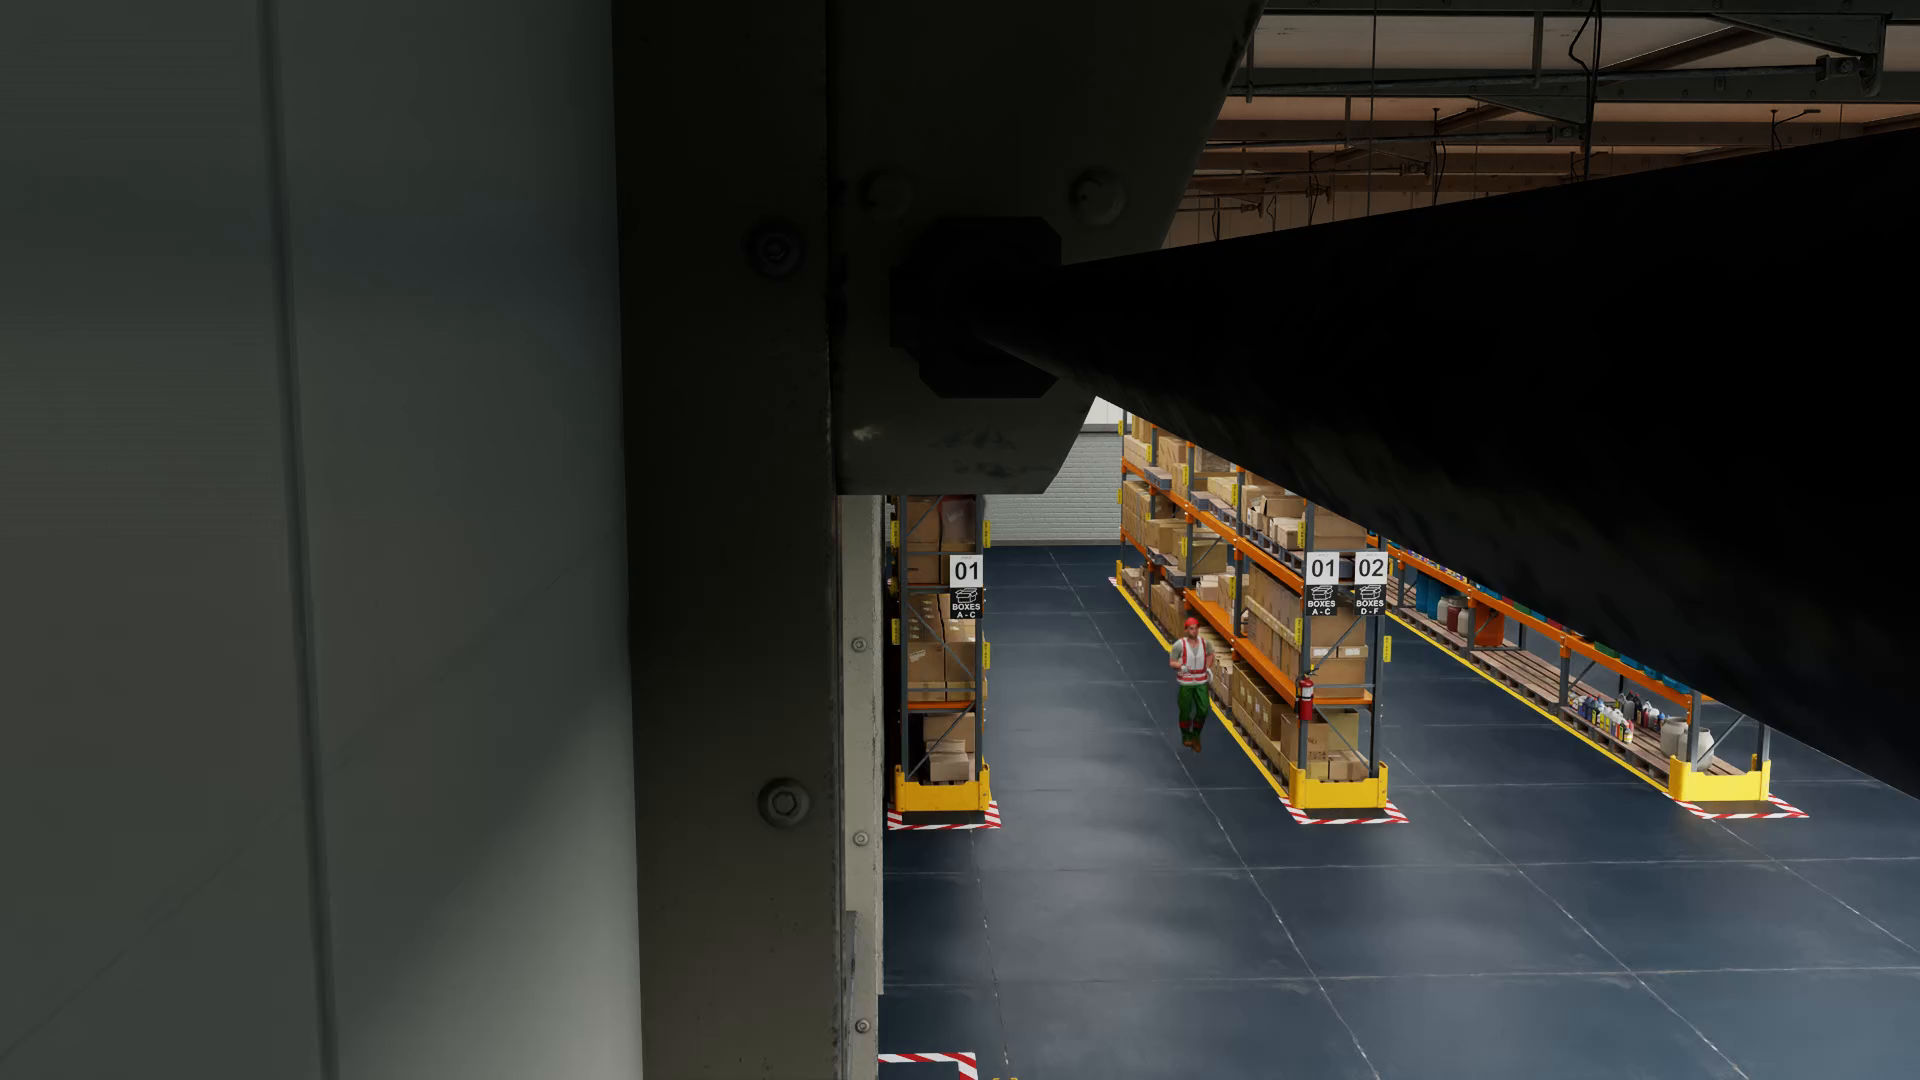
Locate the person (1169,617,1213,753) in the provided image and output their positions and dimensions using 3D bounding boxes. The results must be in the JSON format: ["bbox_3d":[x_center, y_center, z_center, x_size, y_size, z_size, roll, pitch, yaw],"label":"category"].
[{"bbox_3d":[3.110,1.946,22.095,0.636,1.828,0.629,-1,8,-5],"label":"person"}]
